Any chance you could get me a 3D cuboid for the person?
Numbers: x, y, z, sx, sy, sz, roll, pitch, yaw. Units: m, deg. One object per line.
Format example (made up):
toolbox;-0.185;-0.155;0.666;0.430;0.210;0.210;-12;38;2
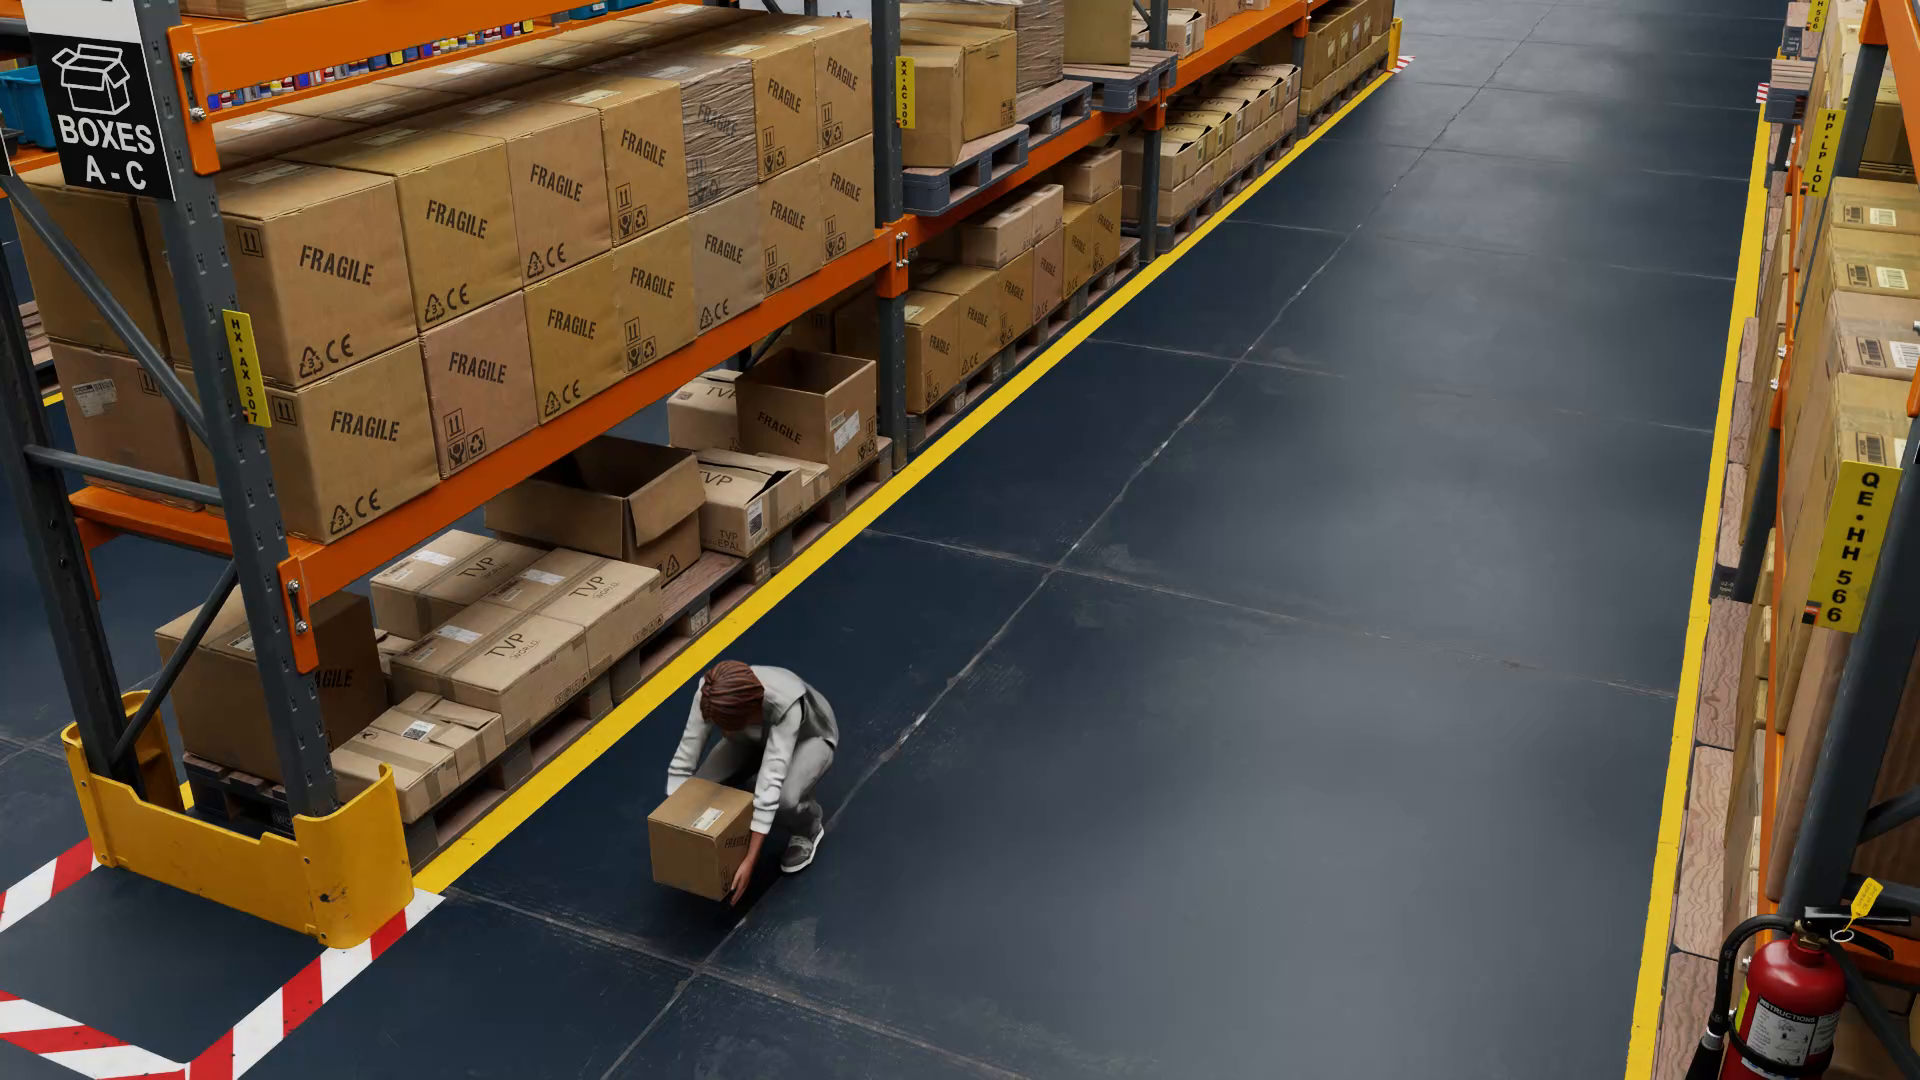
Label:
person;-0.682;0.711;5.505;0.430;0.889;0.811;11;29;21
